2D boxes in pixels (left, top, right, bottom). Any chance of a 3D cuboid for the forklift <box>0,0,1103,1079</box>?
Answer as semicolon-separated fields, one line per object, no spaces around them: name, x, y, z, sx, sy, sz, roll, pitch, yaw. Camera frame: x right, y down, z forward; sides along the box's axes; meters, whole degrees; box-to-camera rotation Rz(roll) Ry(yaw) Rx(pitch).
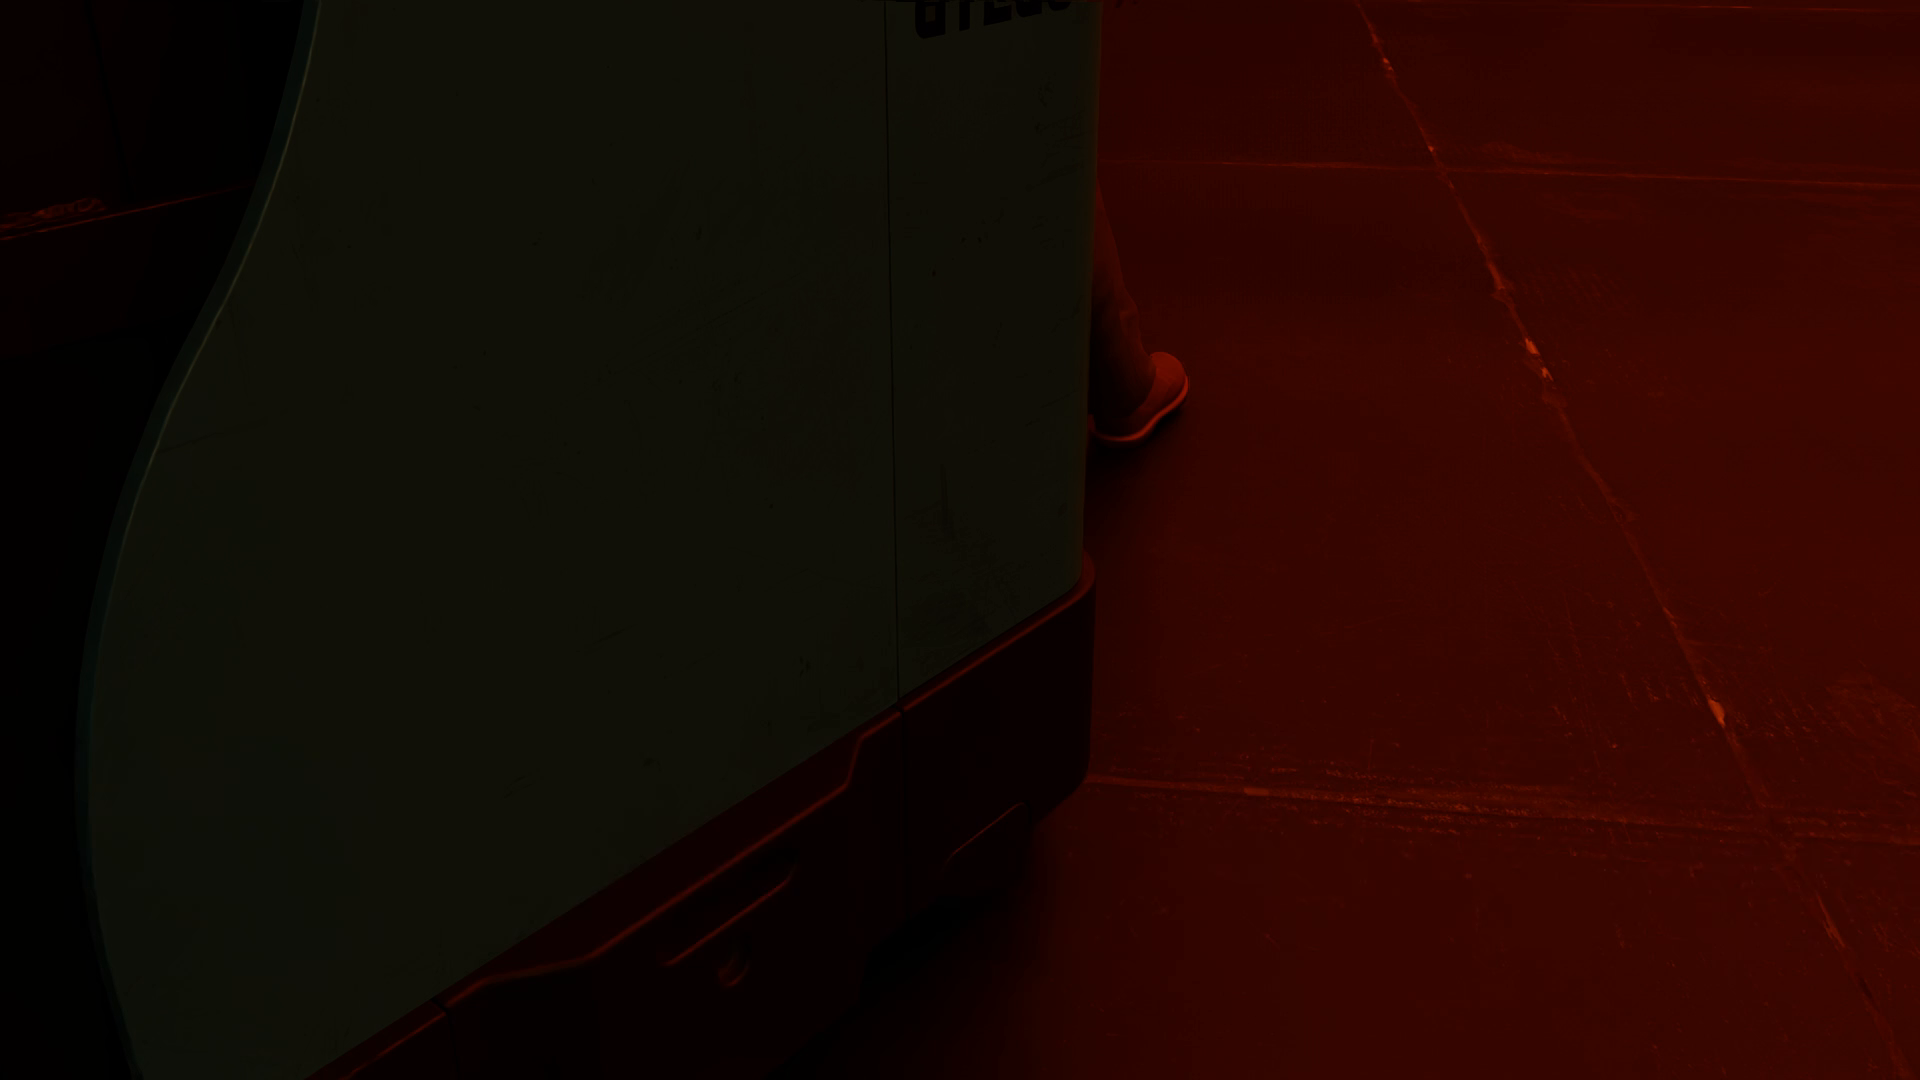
forklift;-1.172;-0.631;0.481;1.130;2.935;3.031;20;33;34

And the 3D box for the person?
person;-0.025;-0.878;2.550;0.724;1.522;0.626;11;29;21
